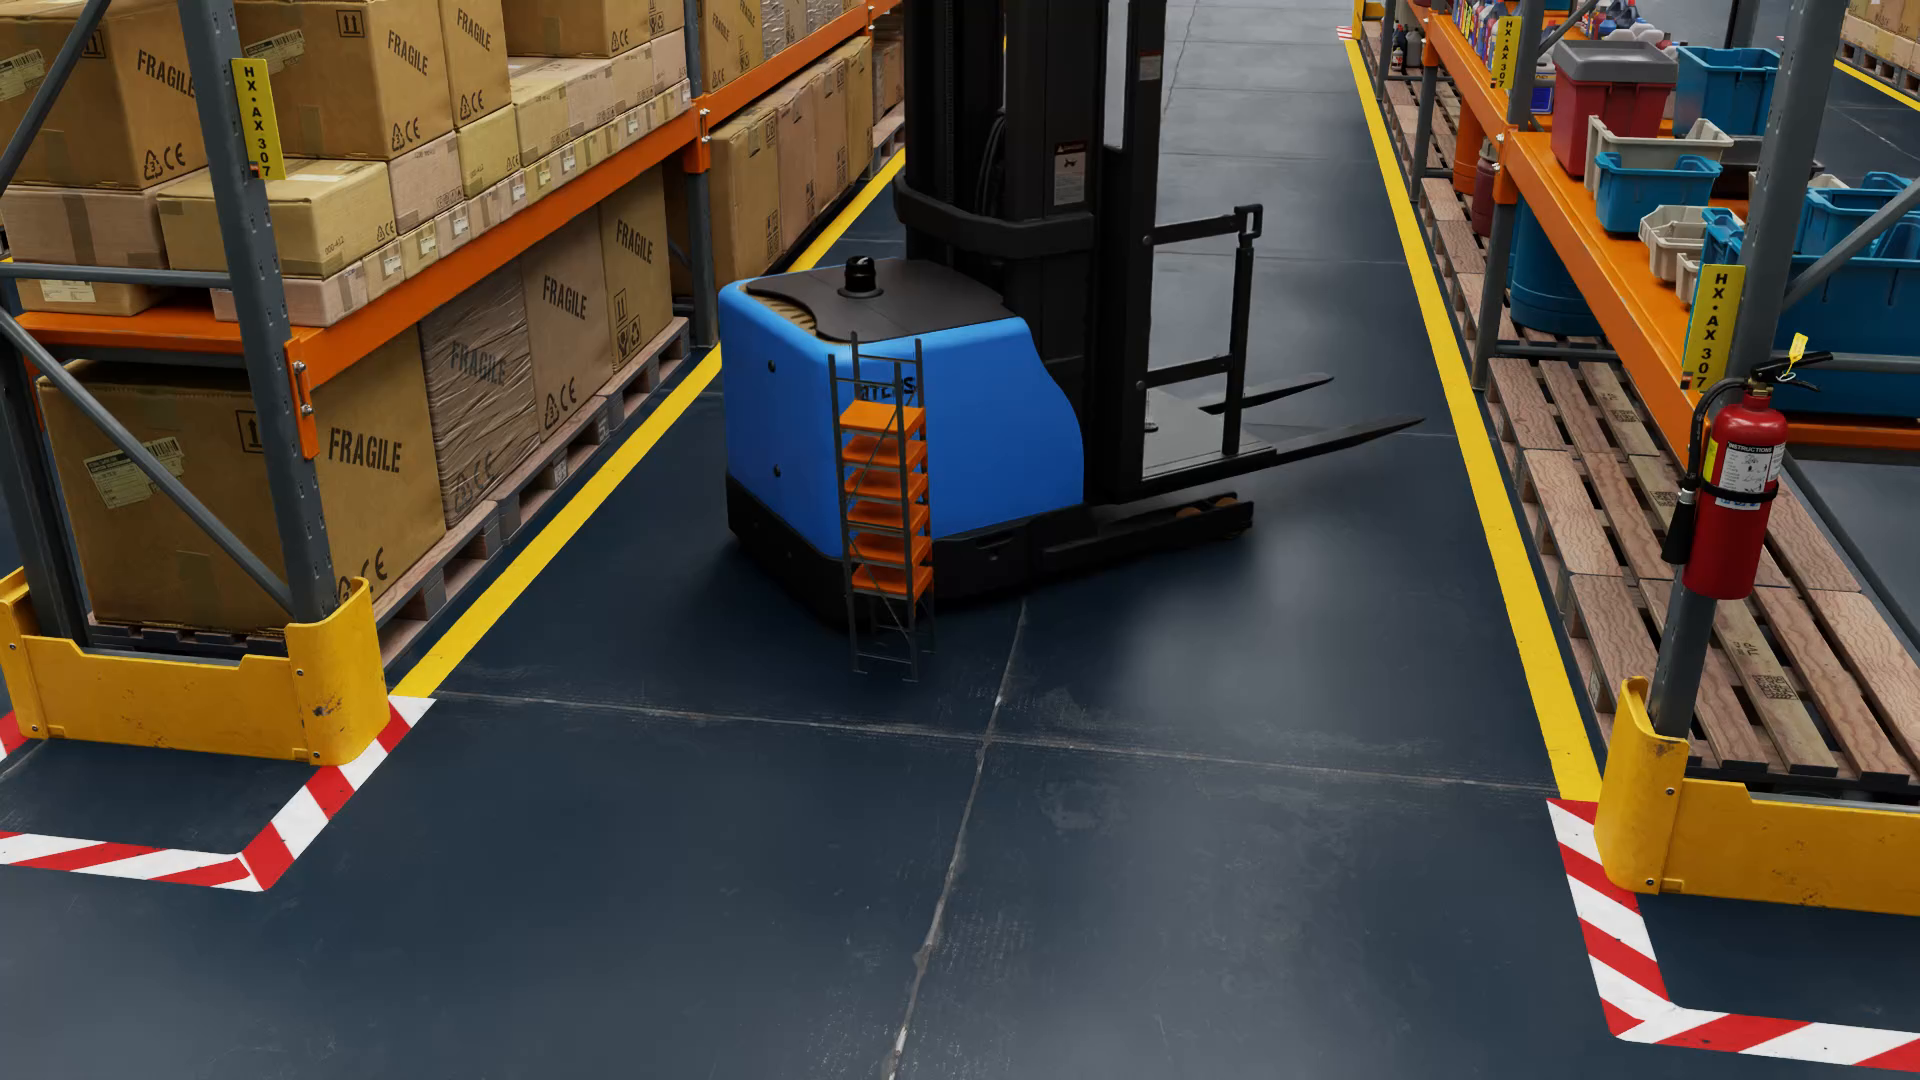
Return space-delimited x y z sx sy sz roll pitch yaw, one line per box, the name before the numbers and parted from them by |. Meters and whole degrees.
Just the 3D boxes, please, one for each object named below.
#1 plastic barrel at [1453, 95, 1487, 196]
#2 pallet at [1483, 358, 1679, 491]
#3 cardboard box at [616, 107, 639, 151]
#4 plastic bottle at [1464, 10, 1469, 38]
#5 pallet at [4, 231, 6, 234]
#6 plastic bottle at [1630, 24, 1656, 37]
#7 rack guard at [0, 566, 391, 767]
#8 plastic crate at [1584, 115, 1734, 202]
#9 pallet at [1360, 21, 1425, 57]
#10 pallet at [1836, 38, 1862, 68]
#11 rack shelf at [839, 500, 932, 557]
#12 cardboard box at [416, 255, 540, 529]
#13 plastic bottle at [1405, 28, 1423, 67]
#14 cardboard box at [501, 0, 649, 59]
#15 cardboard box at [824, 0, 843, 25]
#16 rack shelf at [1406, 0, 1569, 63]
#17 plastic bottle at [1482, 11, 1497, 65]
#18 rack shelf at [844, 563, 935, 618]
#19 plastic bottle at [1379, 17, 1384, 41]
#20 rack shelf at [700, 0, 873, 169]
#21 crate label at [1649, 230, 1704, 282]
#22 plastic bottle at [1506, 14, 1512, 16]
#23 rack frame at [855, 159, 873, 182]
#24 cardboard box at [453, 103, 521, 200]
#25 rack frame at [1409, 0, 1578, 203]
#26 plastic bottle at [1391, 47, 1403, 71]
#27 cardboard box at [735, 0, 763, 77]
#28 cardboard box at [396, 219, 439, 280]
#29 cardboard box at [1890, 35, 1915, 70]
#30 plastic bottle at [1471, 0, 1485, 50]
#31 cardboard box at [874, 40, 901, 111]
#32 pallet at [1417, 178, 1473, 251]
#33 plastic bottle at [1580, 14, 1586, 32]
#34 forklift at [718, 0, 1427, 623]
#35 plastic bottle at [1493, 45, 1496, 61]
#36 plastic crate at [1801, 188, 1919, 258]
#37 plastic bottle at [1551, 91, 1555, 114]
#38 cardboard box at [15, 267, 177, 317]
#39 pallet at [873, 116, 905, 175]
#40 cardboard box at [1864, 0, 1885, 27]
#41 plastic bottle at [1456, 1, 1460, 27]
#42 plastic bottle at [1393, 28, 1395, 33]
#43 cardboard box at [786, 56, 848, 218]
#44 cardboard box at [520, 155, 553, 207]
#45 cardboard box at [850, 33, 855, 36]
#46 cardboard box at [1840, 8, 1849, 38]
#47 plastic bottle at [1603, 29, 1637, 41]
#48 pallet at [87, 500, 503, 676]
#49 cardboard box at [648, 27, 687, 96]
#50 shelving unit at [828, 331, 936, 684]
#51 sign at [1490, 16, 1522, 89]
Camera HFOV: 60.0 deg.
plastic barrel | 3.663 -2.768 11.190 0.600 0.830 0.708 4 25 9
pallet | 2.991 -0.520 7.613 1.003 0.211 1.213 4 25 9
cardboard box | -1.666 -1.850 7.461 0.380 0.149 0.250 4 25 9
plastic bottle | 3.194 -3.222 10.330 0.097 0.201 0.097 0 25 0
pallet | -6.367 -2.397 11.622 1.003 0.211 1.213 4 25 9
plastic bottle | 3.714 -2.689 9.102 0.152 0.276 0.135 4 25 9
rack guard | -2.471 0.378 5.352 1.175 0.500 0.348 4 25 9
plastic crate | 2.642 -1.441 6.360 0.437 0.282 0.530 4 25 9
pallet | 4.930 -5.475 18.198 1.003 0.211 1.213 4 25 9
pallet | 9.836 -5.182 17.572 1.003 0.211 1.213 4 25 9
rack shelf | -0.245 -0.050 5.530 0.258 0.103 0.180 8 32 17
cardboard box | -2.293 -0.645 6.602 0.875 0.875 0.875 4 25 9
plastic bottle | 4.343 -4.718 15.898 0.144 0.351 0.185 4 25 9
cardboard box | -1.711 -2.423 7.330 0.500 0.500 0.500 4 25 9
cardboard box | -1.083 -3.723 11.048 0.500 0.500 0.500 4 25 8
rack shelf | 4.053 -4.277 13.198 1.077 0.370 4.000 4 25 9
plastic bottle | 3.013 -2.845 9.427 0.061 0.283 0.133 4 25 9
rack shelf | -0.238 0.157 5.651 0.258 0.103 0.180 8 32 17
plastic bottle | 4.430 -5.339 17.318 0.097 0.271 0.097 0 25 0
rack shelf | -1.487 -2.947 10.357 1.077 0.370 4.000 4 25 9
crate label | 2.457 -0.920 5.418 0.396 0.136 0.243 4 25 9
plastic bottle | 3.094 -2.841 9.434 0.097 0.271 0.097 0 25 0
rack frame | -1.160 -4.110 11.992 1.000 3.000 0.127 4 25 9
cardboard box | -1.958 -1.440 6.115 0.500 0.250 0.500 3 25 7
rack frame | 3.727 -3.766 11.258 1.000 3.000 0.127 4 25 9
plastic bottle | 4.132 -4.545 15.703 0.097 0.201 0.097 0 25 0
cardboard box | -1.410 -2.867 9.220 0.500 0.500 0.500 4 25 9
cardboard box | -2.002 -0.990 5.623 0.380 0.149 0.250 3 25 7
cardboard box | 9.285 -4.667 15.931 0.500 0.250 0.500 4 25 9
plastic bottle | 3.103 -3.075 9.919 0.061 0.283 0.133 4 25 9
cardboard box | -0.906 -3.929 14.035 0.700 0.500 0.500 6 26 13
pallet | 3.639 -2.171 11.139 1.003 0.211 1.213 4 25 9
plastic bottle | 4.007 -3.334 10.569 0.097 0.201 0.097 0 25 0
forklift | 0.602 -1.470 6.434 3.031 2.935 1.130 -14 28 -27
plastic bottle | 2.982 -2.645 9.008 0.152 0.276 0.135 4 25 9
plastic crate | 2.999 -1.003 5.481 0.416 0.233 0.300 4 25 9
plastic bottle | 2.944 -2.190 8.125 0.097 0.201 0.097 0 25 0
cardboard box | -2.734 -0.822 5.264 0.380 0.149 0.250 5 25 10
pallet | -1.031 -3.173 13.281 1.003 0.211 1.213 4 25 9
cardboard box | 9.464 -5.424 16.663 0.500 0.500 0.500 4 25 9
plastic bottle | 3.275 -3.431 10.775 0.097 0.201 0.097 0 25 0
plastic bottle | 4.218 -4.849 16.256 0.061 0.283 0.133 6 26 12
cardboard box | -1.446 -2.678 10.944 1.225 0.875 0.875 4 25 9
cardboard box | -1.834 -1.419 6.540 0.380 0.149 0.250 3 25 7
cardboard box | -1.080 -3.799 12.872 0.500 0.250 0.500 5 26 11
cardboard box | 9.613 -5.504 17.718 0.500 0.250 0.500 4 25 9
plastic bottle | 3.526 -2.602 8.918 0.152 0.276 0.135 4 25 9
pallet | -2.414 0.159 6.161 1.003 0.211 1.213 4 25 9
cardboard box | -1.627 -2.301 7.953 0.500 0.250 0.500 4 25 8
shelving unit | -0.247 -0.088 5.507 0.258 1.200 0.189 8 32 17
sign | 2.530 -2.258 7.709 0.100 0.325 0.005 4 25 9
